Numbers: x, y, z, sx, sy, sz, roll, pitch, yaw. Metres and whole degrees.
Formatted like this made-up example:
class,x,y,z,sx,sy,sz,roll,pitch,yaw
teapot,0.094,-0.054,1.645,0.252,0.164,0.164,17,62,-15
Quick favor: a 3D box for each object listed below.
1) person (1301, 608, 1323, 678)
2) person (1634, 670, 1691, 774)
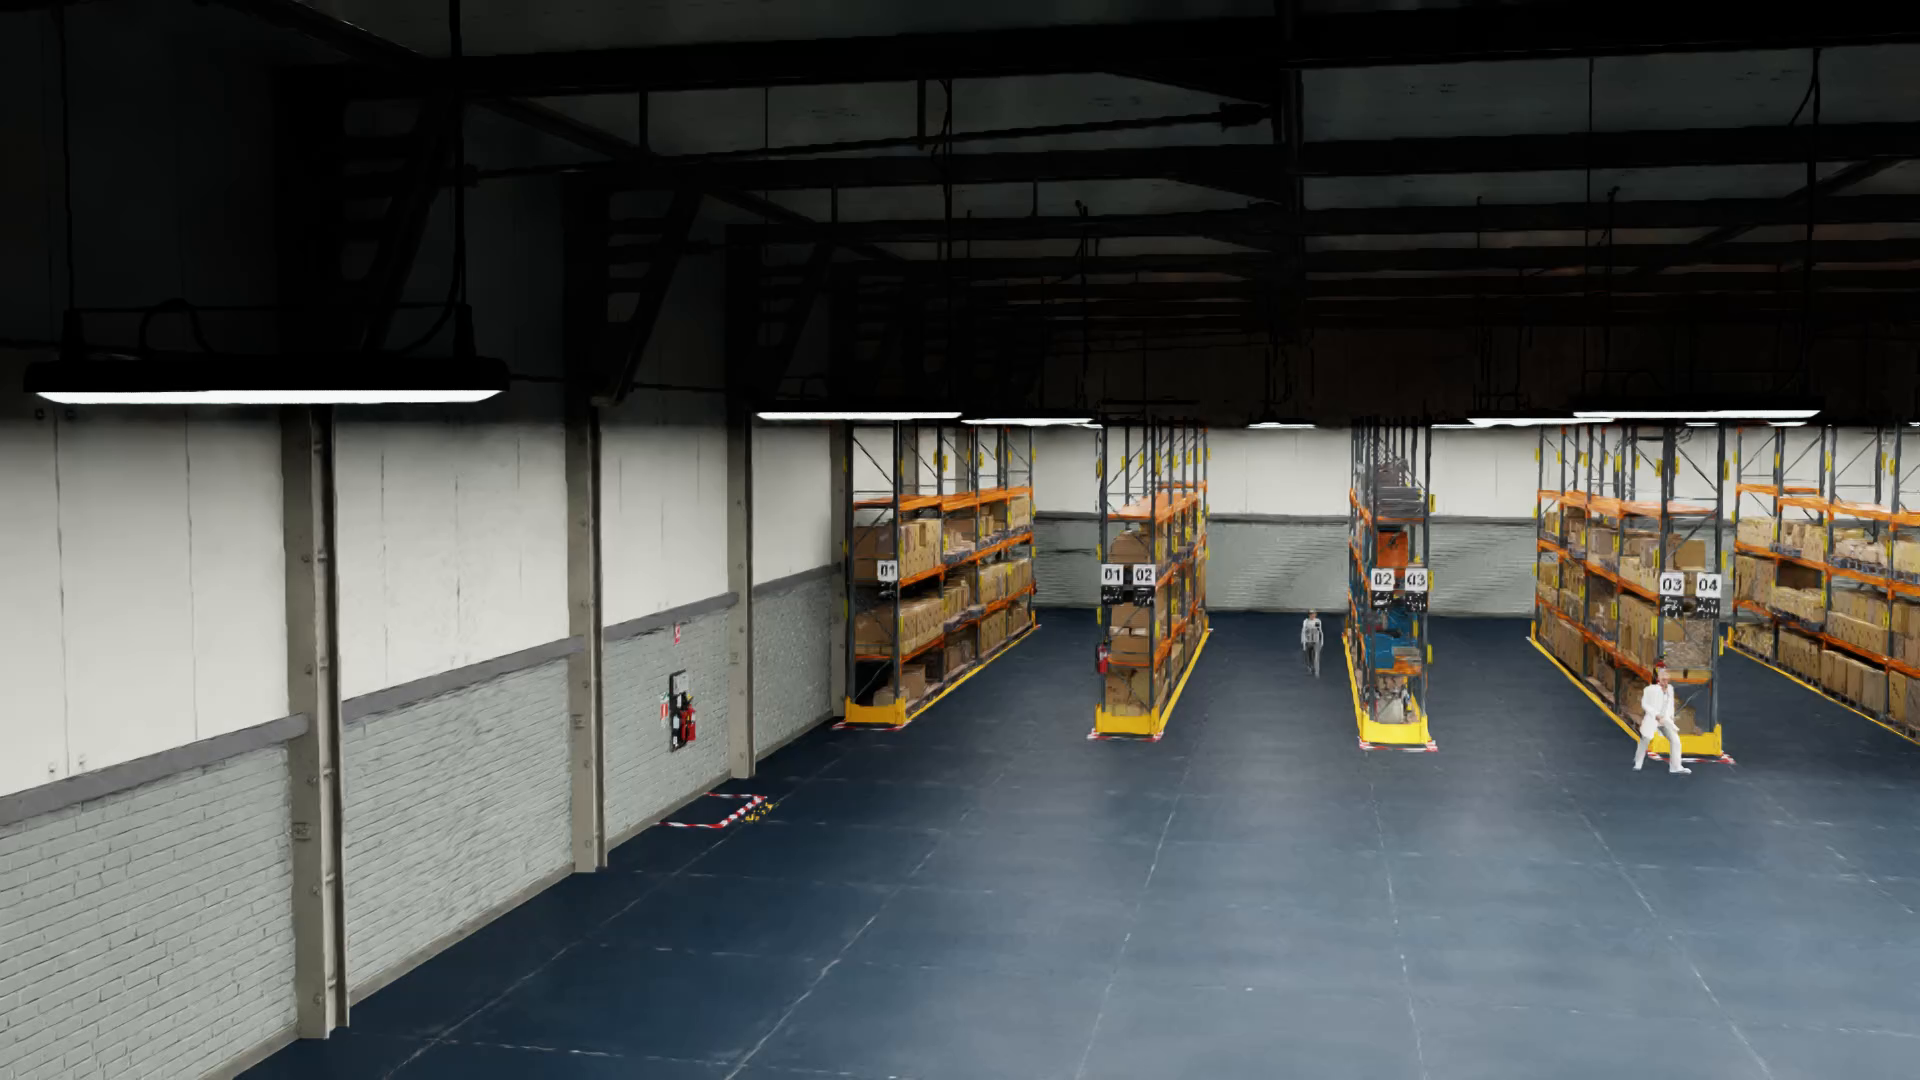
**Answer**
class,x,y,z,sx,sy,sz,roll,pitch,yaw
person,8.134,2.344,38.451,0.483,1.587,1.071,1,4,15
person,11.636,3.102,27.719,0.726,1.525,0.886,0,4,-6
